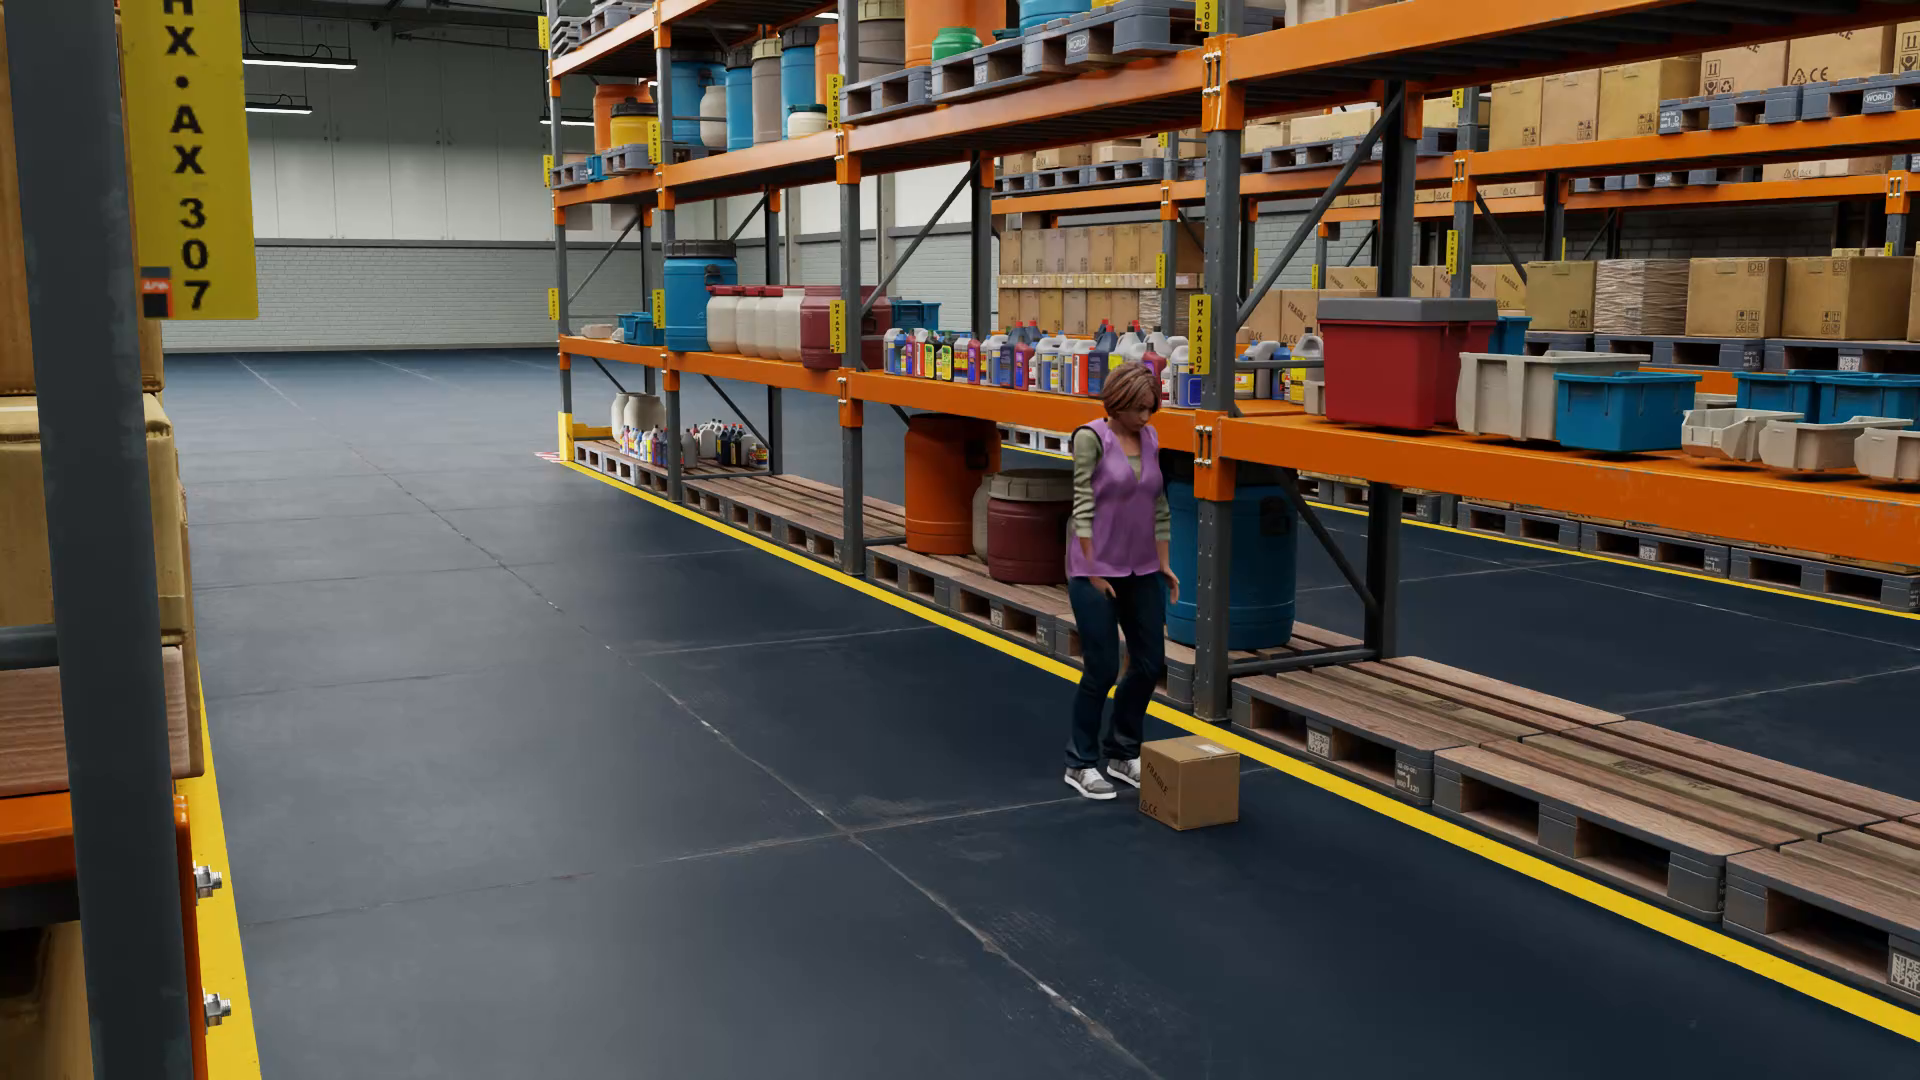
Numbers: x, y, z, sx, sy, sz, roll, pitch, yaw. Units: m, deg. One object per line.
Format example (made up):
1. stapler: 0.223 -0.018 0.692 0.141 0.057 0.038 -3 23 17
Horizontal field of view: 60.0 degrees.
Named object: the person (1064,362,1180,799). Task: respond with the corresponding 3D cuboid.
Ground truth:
1. person: 0.586 0.139 6.078 0.417 1.581 0.340 -6 10 -32
